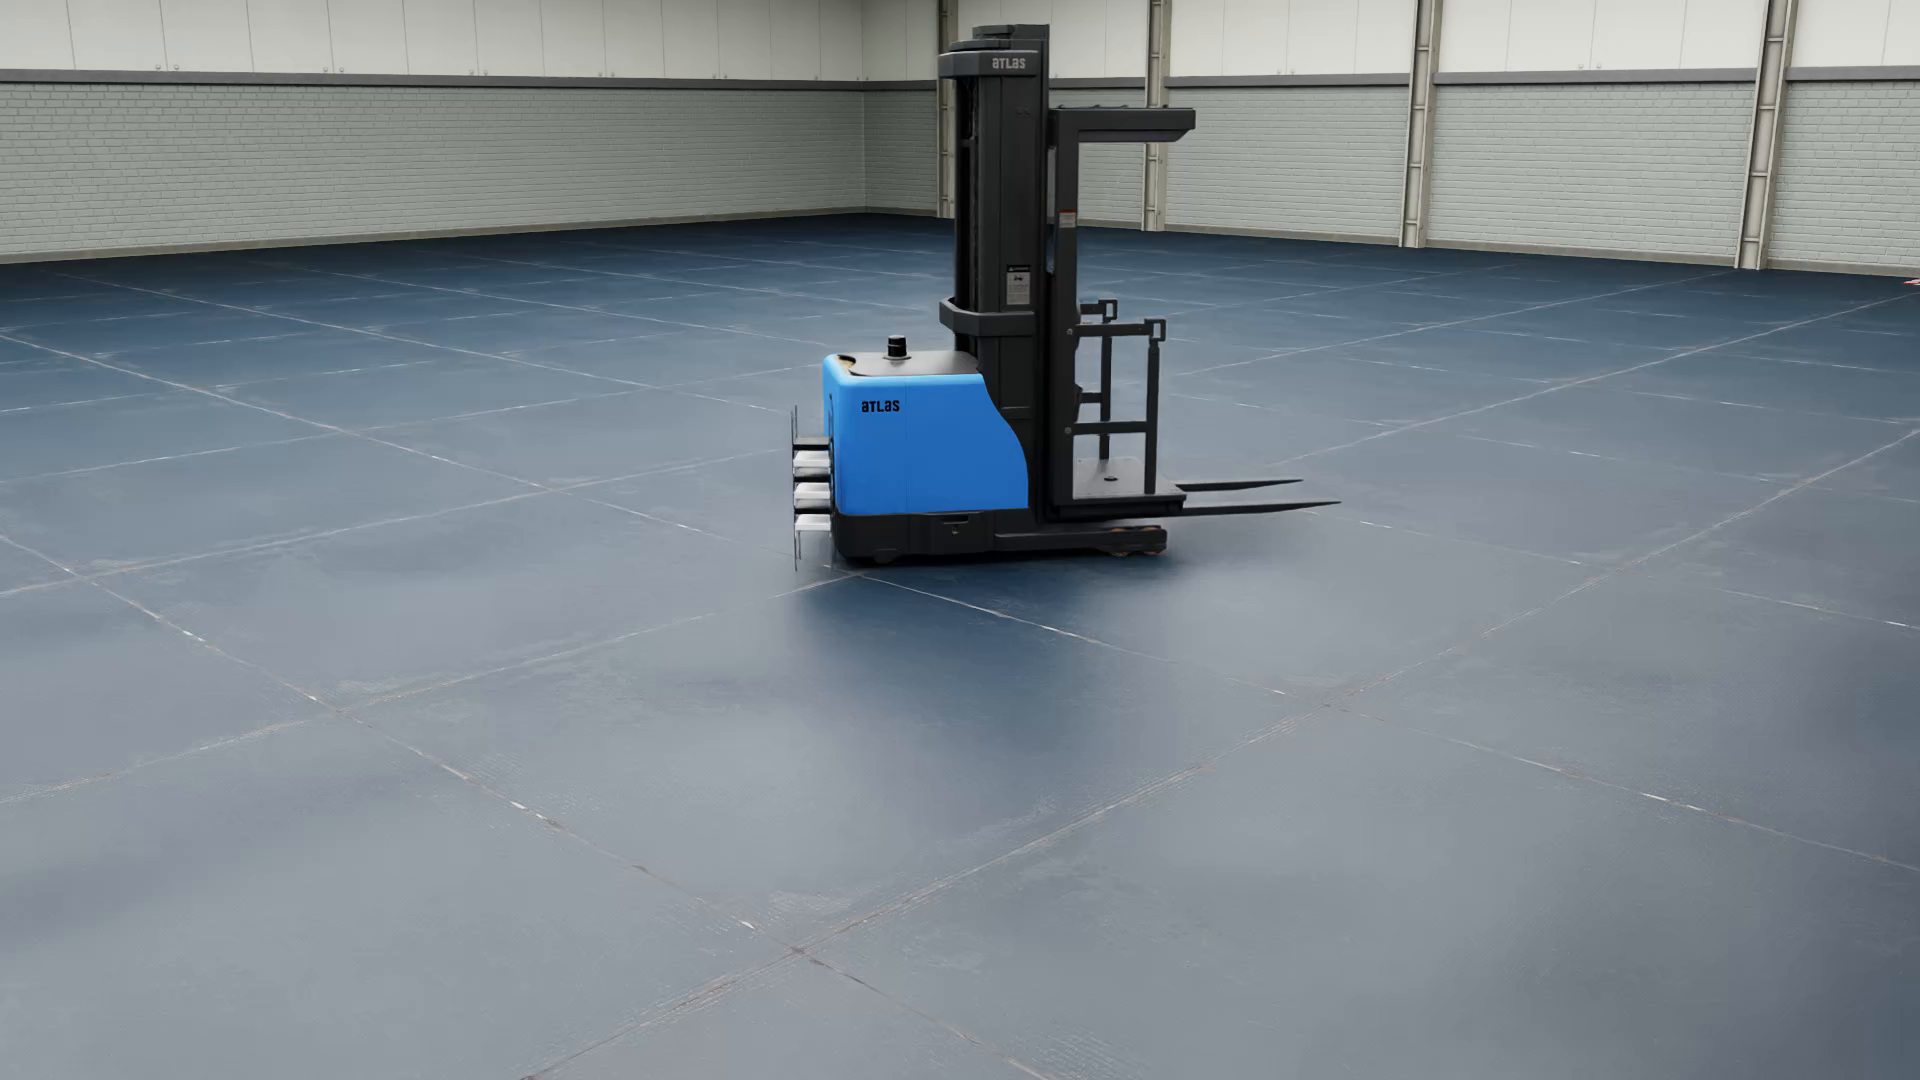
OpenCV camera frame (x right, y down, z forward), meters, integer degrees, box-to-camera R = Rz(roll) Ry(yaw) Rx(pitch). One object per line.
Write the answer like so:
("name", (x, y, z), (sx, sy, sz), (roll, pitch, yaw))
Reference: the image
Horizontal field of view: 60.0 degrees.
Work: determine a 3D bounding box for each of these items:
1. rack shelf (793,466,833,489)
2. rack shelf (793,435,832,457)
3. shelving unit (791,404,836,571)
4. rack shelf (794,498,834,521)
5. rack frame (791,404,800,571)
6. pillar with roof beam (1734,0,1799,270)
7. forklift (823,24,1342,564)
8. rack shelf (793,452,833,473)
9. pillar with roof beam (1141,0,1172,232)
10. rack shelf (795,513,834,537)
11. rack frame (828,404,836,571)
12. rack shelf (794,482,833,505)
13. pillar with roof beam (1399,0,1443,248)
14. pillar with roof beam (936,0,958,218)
("rack shelf", (-0.813, -0.346, 9.252), (0.200, 0.077, 0.258), (0, 15, 0))
("rack shelf", (-0.813, -0.521, 9.207), (0.200, 0.077, 0.258), (0, 15, 0))
("shelving unit", (-0.813, -0.292, 9.266), (0.210, 0.900, 0.258), (0, 15, 0))
("rack shelf", (-0.813, -0.172, 9.297), (0.200, 0.077, 0.258), (0, 15, 0))
("rack frame", (-0.915, -0.292, 9.267), (0.006, 0.900, 0.240), (0, 15, 0))
("pillar with roof beam", (9.683, -7.934, 22.534), (0.400, 9.000, 9.100), (14, 20, 42))
("forklift", (0.737, -1.447, 9.672), (3.031, 2.935, 1.130), (-3, 15, -10))
("rack shelf", (-0.813, -0.433, 9.229), (0.200, 0.077, 0.258), (0, 15, 0))
("pillar with roof beam", (1.045, -10.034, 30.594), (0.400, 9.000, 9.100), (14, 20, 42))
("rack shelf", (-0.813, -0.085, 9.320), (0.200, 0.077, 0.258), (0, 15, 0))
("rack frame", (-0.712, -0.291, 9.266), (0.006, 0.900, 0.240), (0, 15, 0))
("rack shelf", (-0.813, -0.259, 9.275), (0.200, 0.077, 0.258), (0, 15, 0))
("pillar with roof beam", (5.364, -8.984, 26.564), (0.400, 9.000, 9.100), (14, 20, 42))
("pillar with roof beam", (-3.275, -11.084, 34.624), (0.400, 9.000, 9.100), (14, 20, 42))
